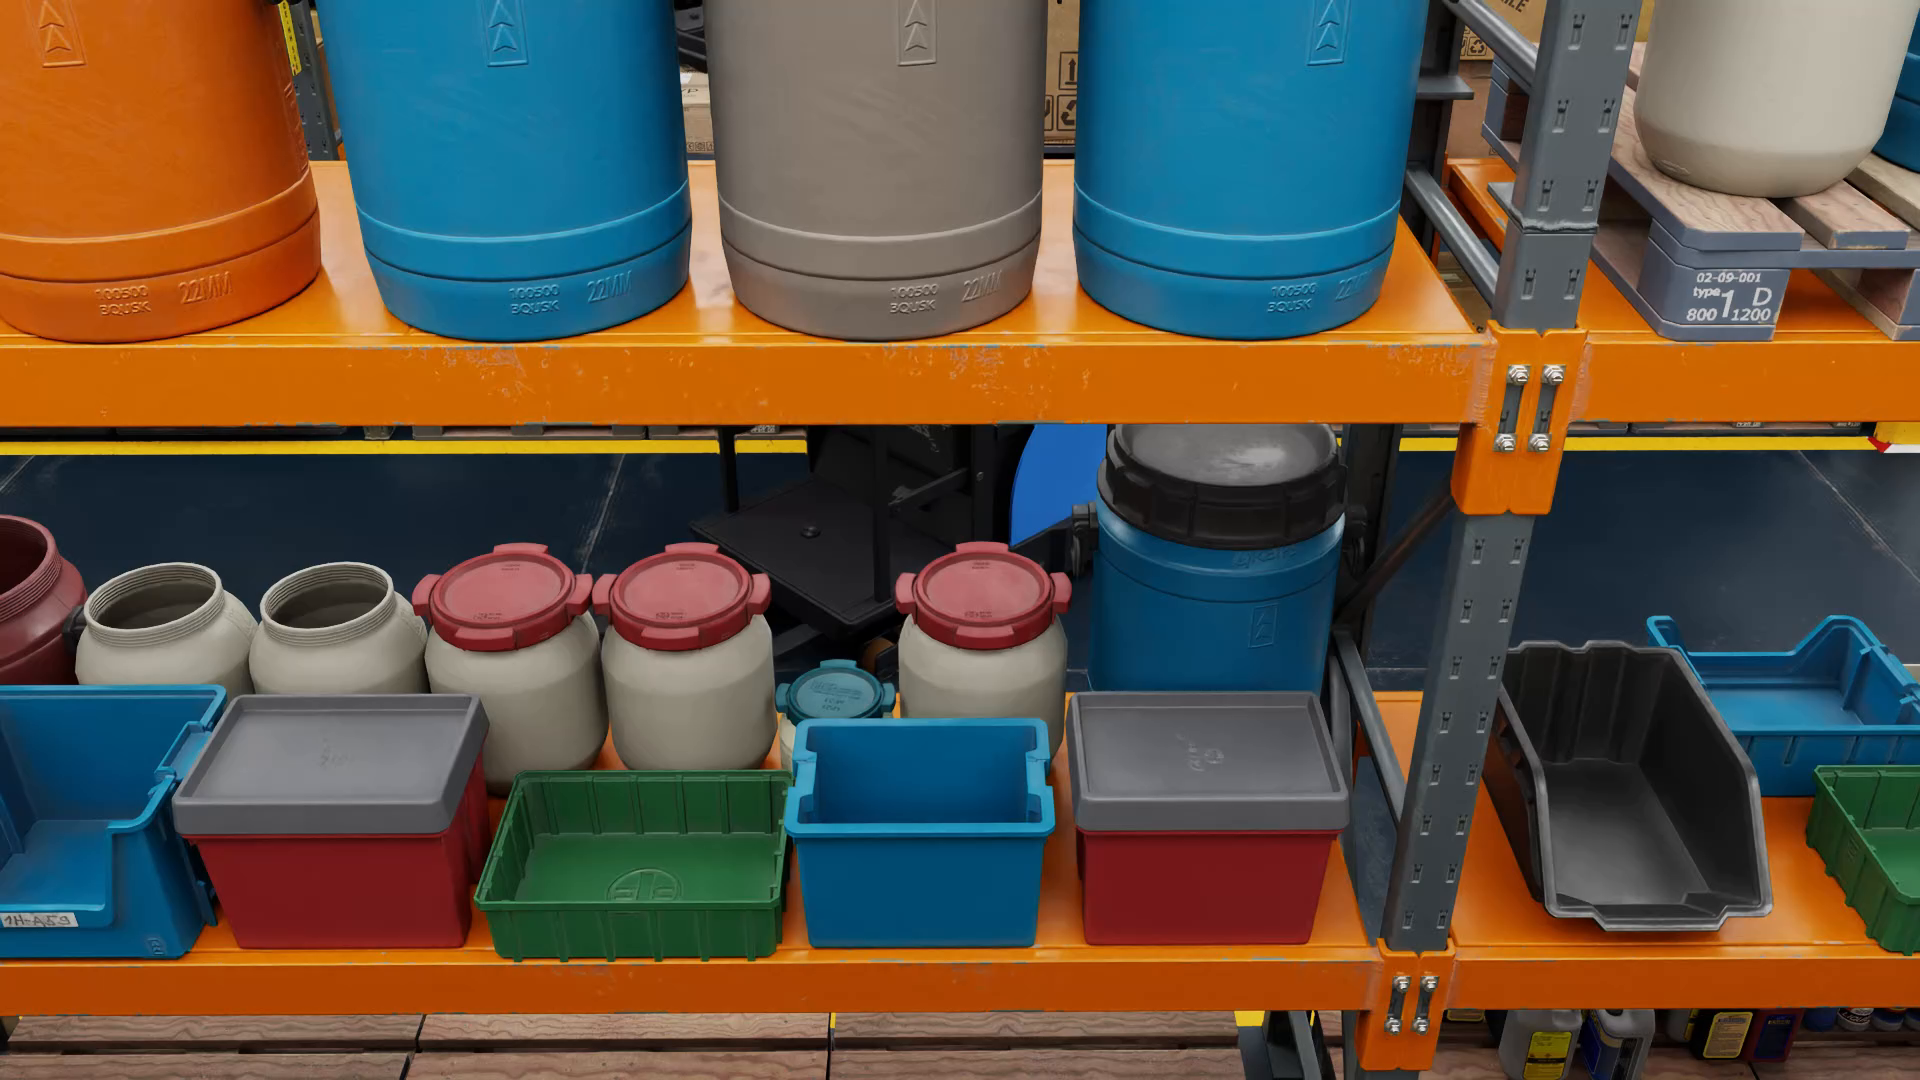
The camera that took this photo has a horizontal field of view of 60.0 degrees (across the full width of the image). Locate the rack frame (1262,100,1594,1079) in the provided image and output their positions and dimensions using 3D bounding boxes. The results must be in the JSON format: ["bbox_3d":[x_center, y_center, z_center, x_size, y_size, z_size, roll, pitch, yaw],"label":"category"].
[{"bbox_3d":[1.015,0.504,4.028,0.127,3.000,1.000,0,31,0],"label":"rack frame"}]

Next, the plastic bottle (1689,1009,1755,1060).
[{"bbox_3d":[2.199,1.377,4.783,0.133,0.283,0.061,0,31,0],"label":"plastic bottle"}]

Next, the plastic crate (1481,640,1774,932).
[{"bbox_3d":[1.540,0.595,3.938,0.504,0.338,0.767,0,31,0],"label":"plastic crate"}]

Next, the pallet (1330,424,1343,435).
[{"bbox_3d":[1.657,-0.893,9.019,1.213,0.211,1.003,0,31,0],"label":"pallet"}]

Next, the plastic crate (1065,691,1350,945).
[{"bbox_3d":[0.533,0.637,3.747,0.583,0.464,0.402,0,31,0],"label":"plastic crate"}]

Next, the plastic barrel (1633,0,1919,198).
[{"bbox_3d":[1.447,-0.905,2.946,0.421,0.512,0.421,0,31,0],"label":"plastic barrel"}]

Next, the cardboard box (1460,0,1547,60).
[{"bbox_3d":[2.437,-2.536,7.690,0.500,0.500,0.500,0,31,0],"label":"cardboard box"}]

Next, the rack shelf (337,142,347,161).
[{"bbox_3d":[-5.015,-1.739,8.418,4.000,0.370,1.077,0,31,0],"label":"rack shelf"}]

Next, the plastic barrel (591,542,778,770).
[{"bbox_3d":[-0.676,0.337,4.171,0.433,0.535,0.433,0,31,0],"label":"plastic barrel"}]

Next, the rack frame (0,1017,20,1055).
[{"bbox_3d":[-2.985,0.517,4.007,0.127,3.000,1.000,0,31,0],"label":"rack frame"}]

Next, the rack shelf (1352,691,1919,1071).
[{"bbox_3d":[3.015,0.805,4.224,4.000,0.370,1.077,0,31,0],"label":"rack shelf"}]

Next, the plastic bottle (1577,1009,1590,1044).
[{"bbox_3d":[1.849,1.296,4.851,0.185,0.351,0.144,-2,31,-3],"label":"plastic bottle"}]

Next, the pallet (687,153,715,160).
[{"bbox_3d":[-1.035,-1.998,8.336,1.213,0.211,1.003,0,31,0],"label":"pallet"}]

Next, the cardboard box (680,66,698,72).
[{"bbox_3d":[-1.349,-2.320,8.407,0.258,0.266,0.396,-1,31,-2],"label":"cardboard box"}]

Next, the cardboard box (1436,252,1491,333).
[{"bbox_3d":[2.579,-1.205,8.849,0.500,0.500,0.500,-3,31,-5],"label":"cardboard box"}]

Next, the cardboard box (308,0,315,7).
[{"bbox_3d":[-5.160,-3.912,12.588,0.500,0.250,0.500,1,31,2],"label":"cardboard box"}]

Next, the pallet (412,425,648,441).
[{"bbox_3d":[-2.233,-0.862,8.967,1.213,0.211,1.003,0,31,0],"label":"pallet"}]

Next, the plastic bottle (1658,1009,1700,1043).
[{"bbox_3d":[2.172,1.295,4.853,0.185,0.351,0.144,0,31,-1],"label":"plastic bottle"}]

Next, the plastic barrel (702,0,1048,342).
[{"bbox_3d":[-0.146,-0.876,2.928,0.600,0.901,0.600,0,31,0],"label":"plastic barrel"}]

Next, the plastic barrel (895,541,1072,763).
[{"bbox_3d":[0.057,0.335,4.175,0.433,0.535,0.433,0,31,0],"label":"plastic barrel"}]

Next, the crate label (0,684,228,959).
[{"bbox_3d":[-1.990,0.639,3.772,0.616,0.435,0.502,0,31,0],"label":"crate label"}]

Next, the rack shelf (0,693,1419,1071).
[{"bbox_3d":[-0.985,0.818,4.204,4.000,0.370,1.077,0,31,0],"label":"rack shelf"}]

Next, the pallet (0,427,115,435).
[{"bbox_3d":[-5.020,-0.895,9.021,1.213,0.211,1.003,0,31,0],"label":"pallet"}]

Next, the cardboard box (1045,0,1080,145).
[{"bbox_3d":[0.190,-2.571,8.113,1.000,1.000,1.000,0,31,0],"label":"cardboard box"}]

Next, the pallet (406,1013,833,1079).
[{"bbox_3d":[-0.993,1.724,4.705,1.213,0.211,1.003,0,31,0],"label":"pallet"}]

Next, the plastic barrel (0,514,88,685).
[{"bbox_3d":[-2.522,0.300,4.233,0.708,0.536,0.600,0,31,0],"label":"plastic barrel"}]

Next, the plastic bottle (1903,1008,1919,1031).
[{"bbox_3d":[2.858,1.315,4.897,0.097,0.271,0.097,0,31,0],"label":"plastic bottle"}]

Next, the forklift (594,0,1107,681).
[{"bbox_3d":[-0.463,-0.986,6.549,3.031,2.935,1.130,-27,40,-36],"label":"forklift"}]

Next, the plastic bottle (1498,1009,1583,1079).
[{"bbox_3d":[1.658,1.372,4.727,0.185,0.351,0.144,0,31,0],"label":"plastic bottle"}]

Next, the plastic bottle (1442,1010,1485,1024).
[{"bbox_3d":[1.494,1.305,4.902,0.133,0.283,0.061,1,31,2],"label":"plastic bottle"}]

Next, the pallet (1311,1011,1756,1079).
[{"bbox_3d":[1.687,1.716,4.719,1.213,0.211,1.003,0,31,0],"label":"pallet"}]

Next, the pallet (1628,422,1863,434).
[{"bbox_3d":[4.097,-0.901,9.032,1.213,0.211,1.003,0,31,0],"label":"pallet"}]

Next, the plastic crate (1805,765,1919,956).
[{"bbox_3d":[2.374,0.737,3.848,0.662,0.188,0.450,0,31,0],"label":"plastic crate"}]

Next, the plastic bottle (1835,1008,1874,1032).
[{"bbox_3d":[2.658,1.346,4.914,0.097,0.201,0.097,0,31,0],"label":"plastic bottle"}]

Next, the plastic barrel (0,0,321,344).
[{"bbox_3d":[-1.508,-0.842,2.939,0.708,0.830,0.600,0,31,0],"label":"plastic barrel"}]

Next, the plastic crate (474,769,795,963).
[{"bbox_3d":[-0.725,0.747,3.832,0.662,0.188,0.450,0,31,0],"label":"plastic crate"}]

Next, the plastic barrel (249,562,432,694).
[{"bbox_3d":[-1.536,0.353,4.168,0.421,0.512,0.421,0,31,0],"label":"plastic barrel"}]

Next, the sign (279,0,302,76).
[{"bbox_3d":[-3.008,-2.260,7.466,0.005,0.325,0.100,0,31,0],"label":"sign"}]
